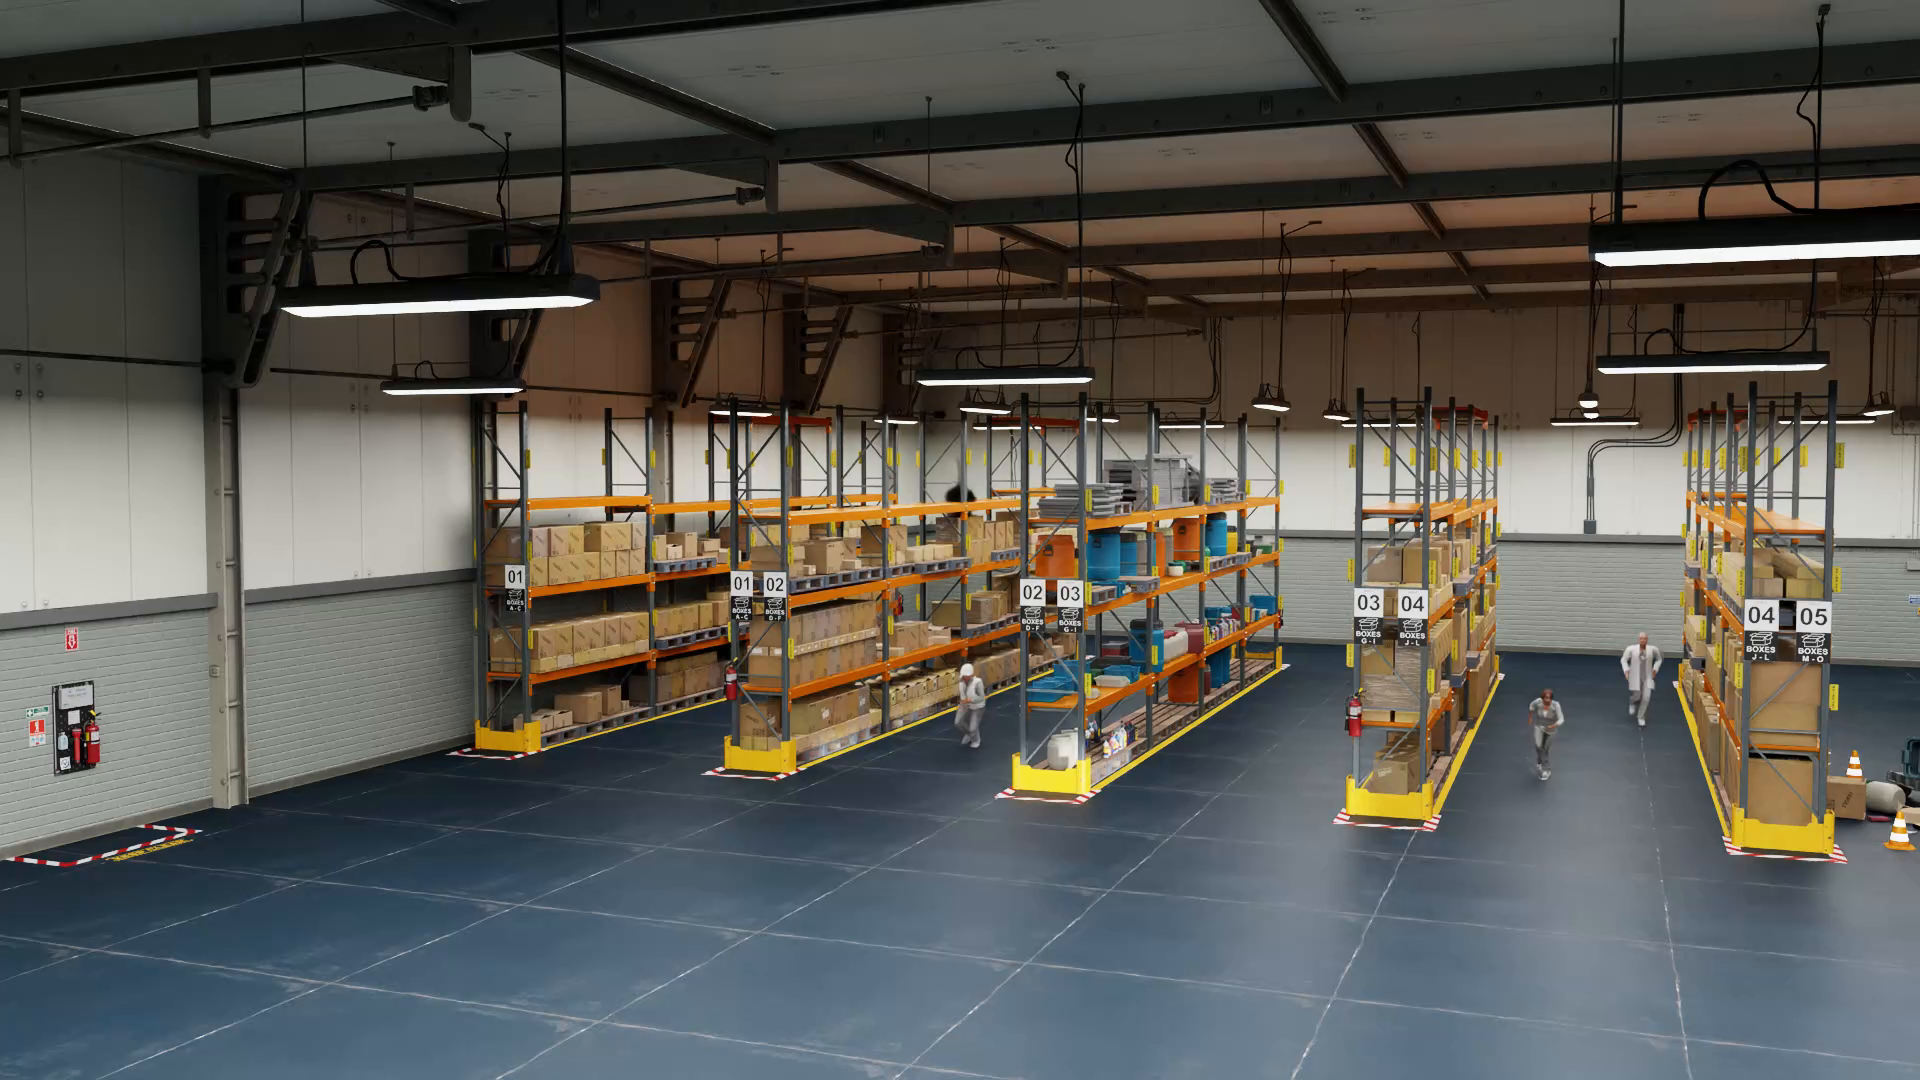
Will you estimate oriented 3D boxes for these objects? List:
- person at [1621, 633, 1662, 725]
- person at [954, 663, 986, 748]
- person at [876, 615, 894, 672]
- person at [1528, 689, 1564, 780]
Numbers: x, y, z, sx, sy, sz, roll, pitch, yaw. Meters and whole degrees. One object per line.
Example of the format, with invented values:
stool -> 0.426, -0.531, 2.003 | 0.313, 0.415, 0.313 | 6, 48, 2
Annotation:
person -> 12.943, 2.618, 31.576 | 0.725, 1.734, 0.721 | 1, 3, 11
person -> 0.186, 2.841, 28.456 | 0.658, 1.534, 0.984 | 1, 3, 27
person -> -1.803, 2.420, 38.617 | 0.614, 1.402, 0.929 | 0, 3, 1
person -> 9.195, 3.010, 26.105 | 0.540, 1.403, 1.002 | 1, 3, 19
